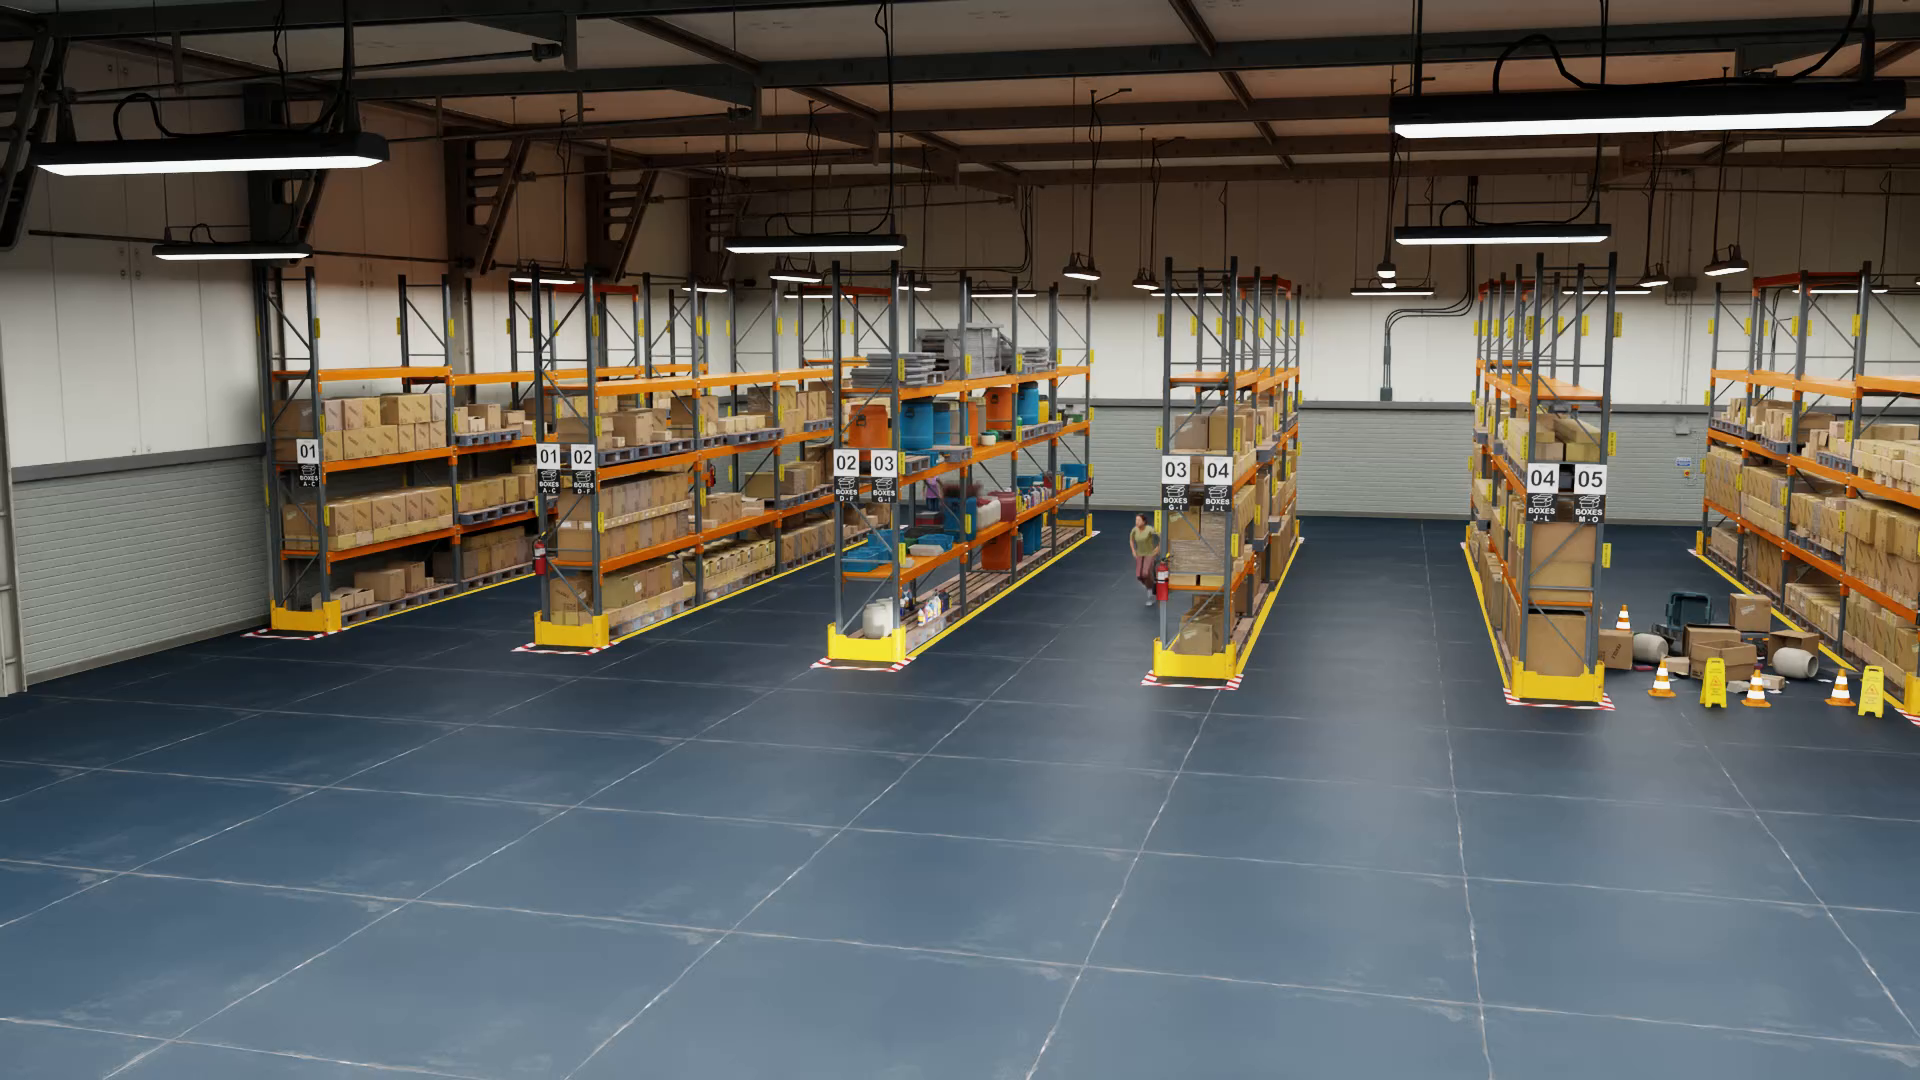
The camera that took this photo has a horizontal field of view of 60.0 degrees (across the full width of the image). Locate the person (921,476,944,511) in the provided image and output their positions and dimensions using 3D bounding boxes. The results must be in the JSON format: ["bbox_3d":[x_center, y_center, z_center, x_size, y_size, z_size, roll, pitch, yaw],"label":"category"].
[{"bbox_3d":[-0.687,-1.066,41.962,0.566,1.524,0.514,1,7,7],"label":"person"}]

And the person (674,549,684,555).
[{"bbox_3d":[-6.186,-0.354,35.765,0.690,1.680,0.660,3,8,22],"label":"person"}]

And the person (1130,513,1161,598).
[{"bbox_3d":[3.395,0.282,30.109,0.623,1.541,0.670,4,8,28],"label":"person"}]
